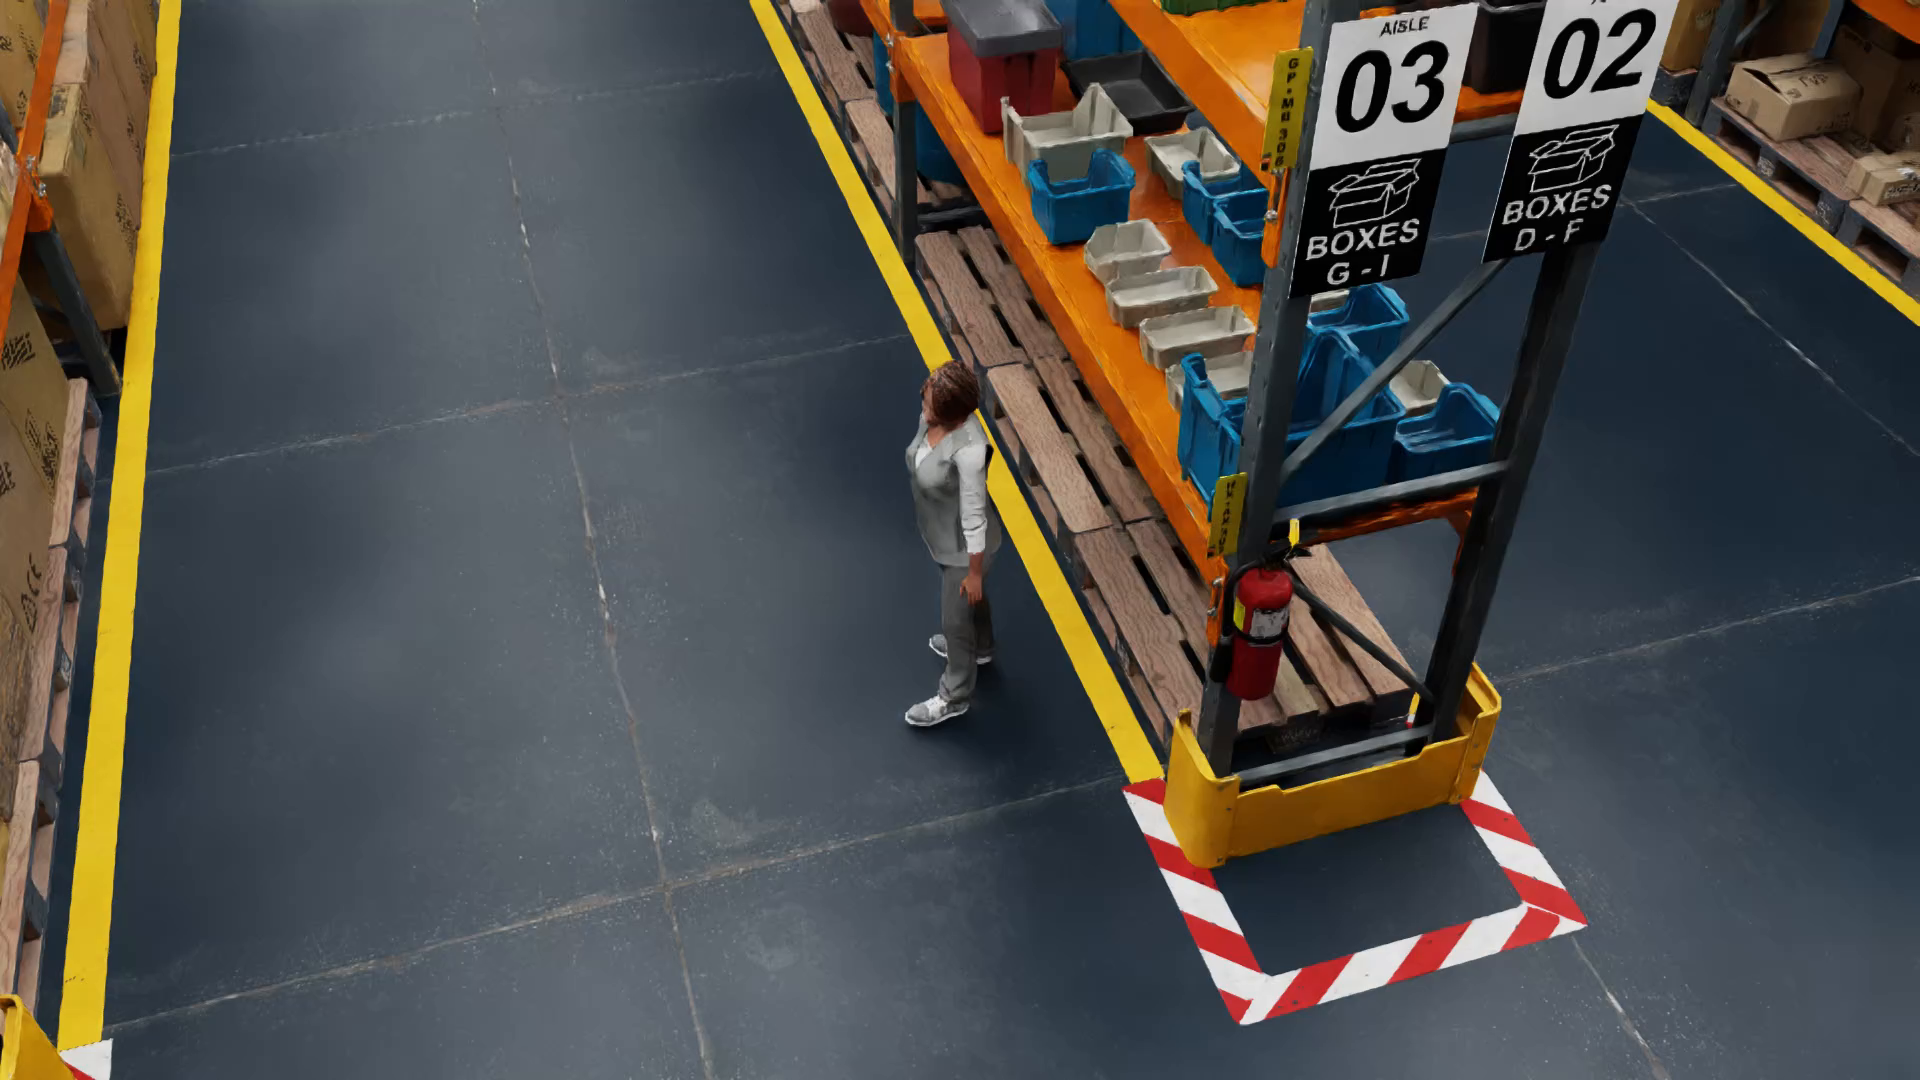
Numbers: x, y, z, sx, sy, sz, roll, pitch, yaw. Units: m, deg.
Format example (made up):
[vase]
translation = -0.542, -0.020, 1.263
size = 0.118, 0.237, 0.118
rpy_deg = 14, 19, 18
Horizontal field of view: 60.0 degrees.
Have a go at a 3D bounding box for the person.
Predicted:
[person]
translation = -0.045, 0.008, 6.125
size = 0.453, 1.595, 0.523
rpy_deg = -13, 44, -13
